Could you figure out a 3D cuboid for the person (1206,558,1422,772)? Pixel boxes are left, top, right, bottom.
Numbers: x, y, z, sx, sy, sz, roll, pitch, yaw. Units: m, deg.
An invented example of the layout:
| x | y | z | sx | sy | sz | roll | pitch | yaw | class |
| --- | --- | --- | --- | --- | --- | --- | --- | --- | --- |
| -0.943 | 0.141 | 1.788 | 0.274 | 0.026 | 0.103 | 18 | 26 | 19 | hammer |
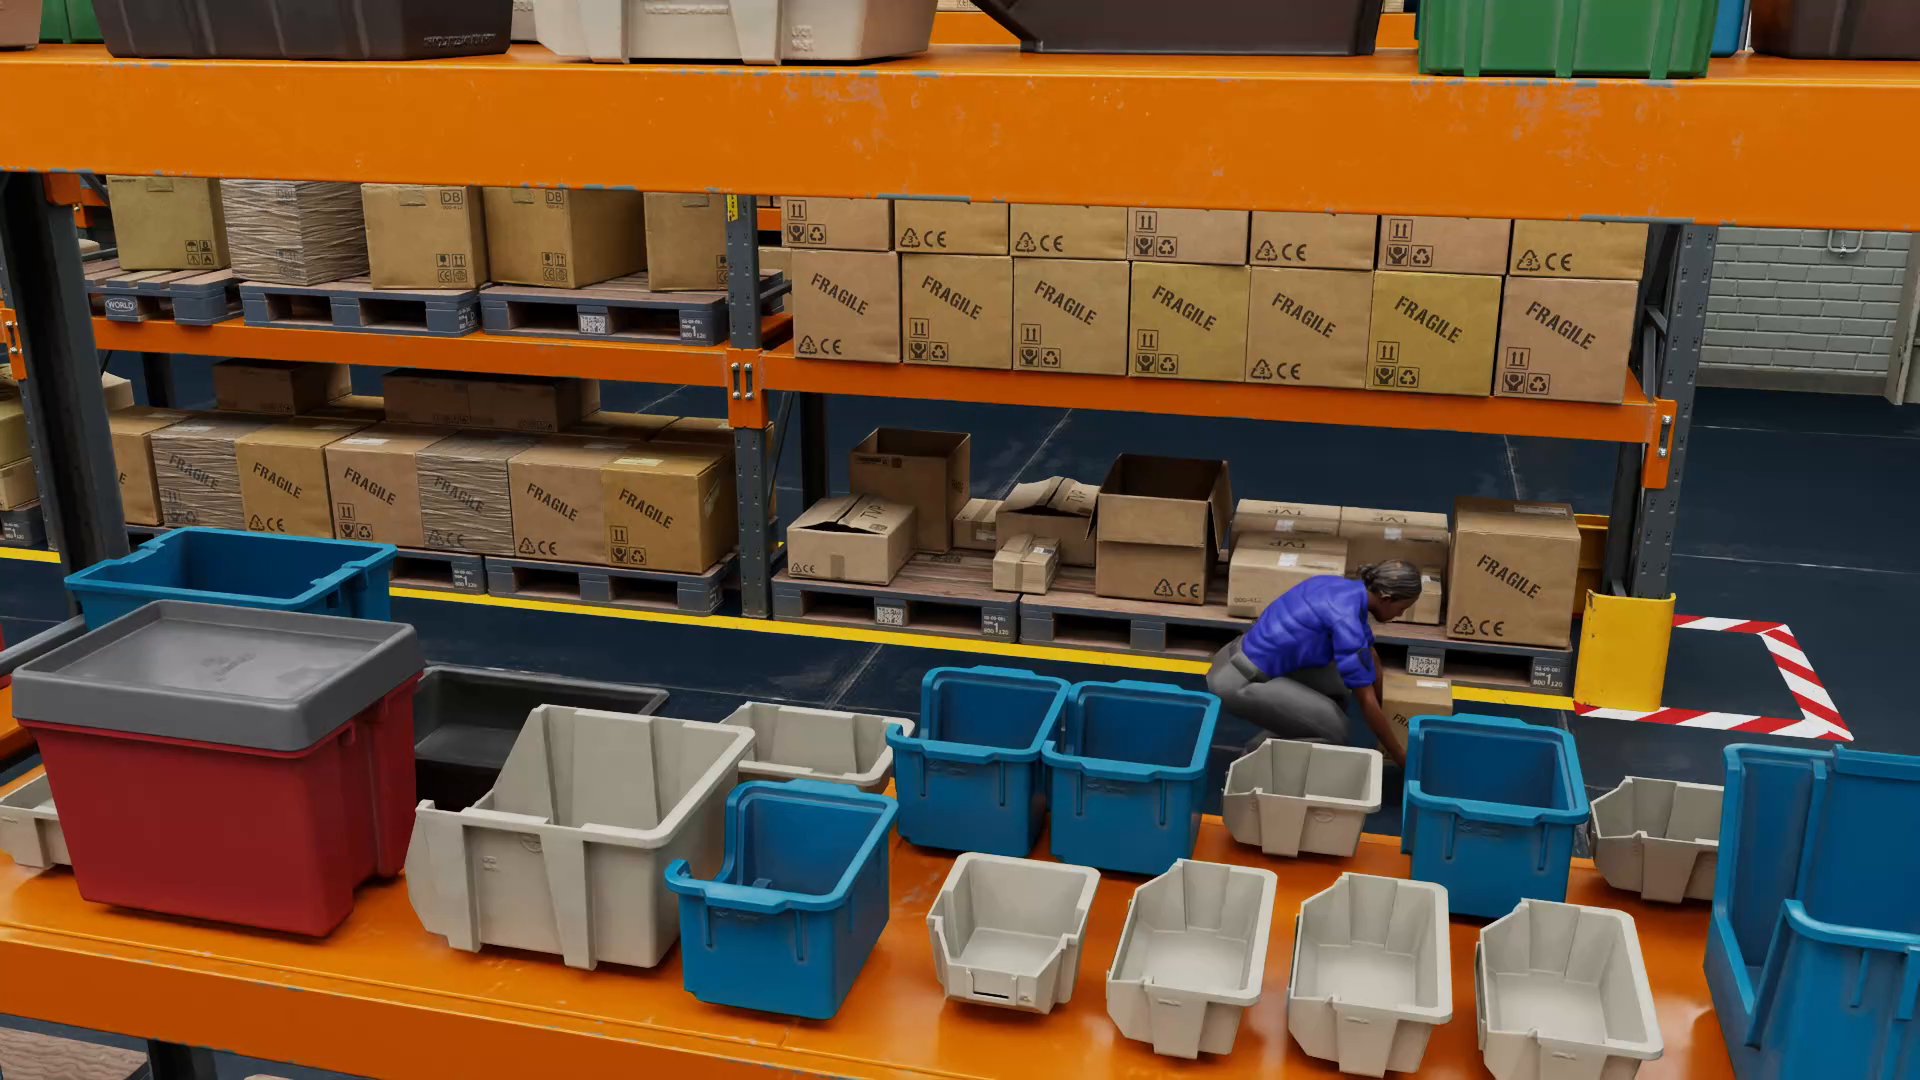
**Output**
| x | y | z | sx | sy | sz | roll | pitch | yaw | class |
| --- | --- | --- | --- | --- | --- | --- | --- | --- | --- |
| 1.343 | 0.509 | 6.213 | 0.824 | 0.925 | 0.483 | 5 | 19 | 13 | person |
